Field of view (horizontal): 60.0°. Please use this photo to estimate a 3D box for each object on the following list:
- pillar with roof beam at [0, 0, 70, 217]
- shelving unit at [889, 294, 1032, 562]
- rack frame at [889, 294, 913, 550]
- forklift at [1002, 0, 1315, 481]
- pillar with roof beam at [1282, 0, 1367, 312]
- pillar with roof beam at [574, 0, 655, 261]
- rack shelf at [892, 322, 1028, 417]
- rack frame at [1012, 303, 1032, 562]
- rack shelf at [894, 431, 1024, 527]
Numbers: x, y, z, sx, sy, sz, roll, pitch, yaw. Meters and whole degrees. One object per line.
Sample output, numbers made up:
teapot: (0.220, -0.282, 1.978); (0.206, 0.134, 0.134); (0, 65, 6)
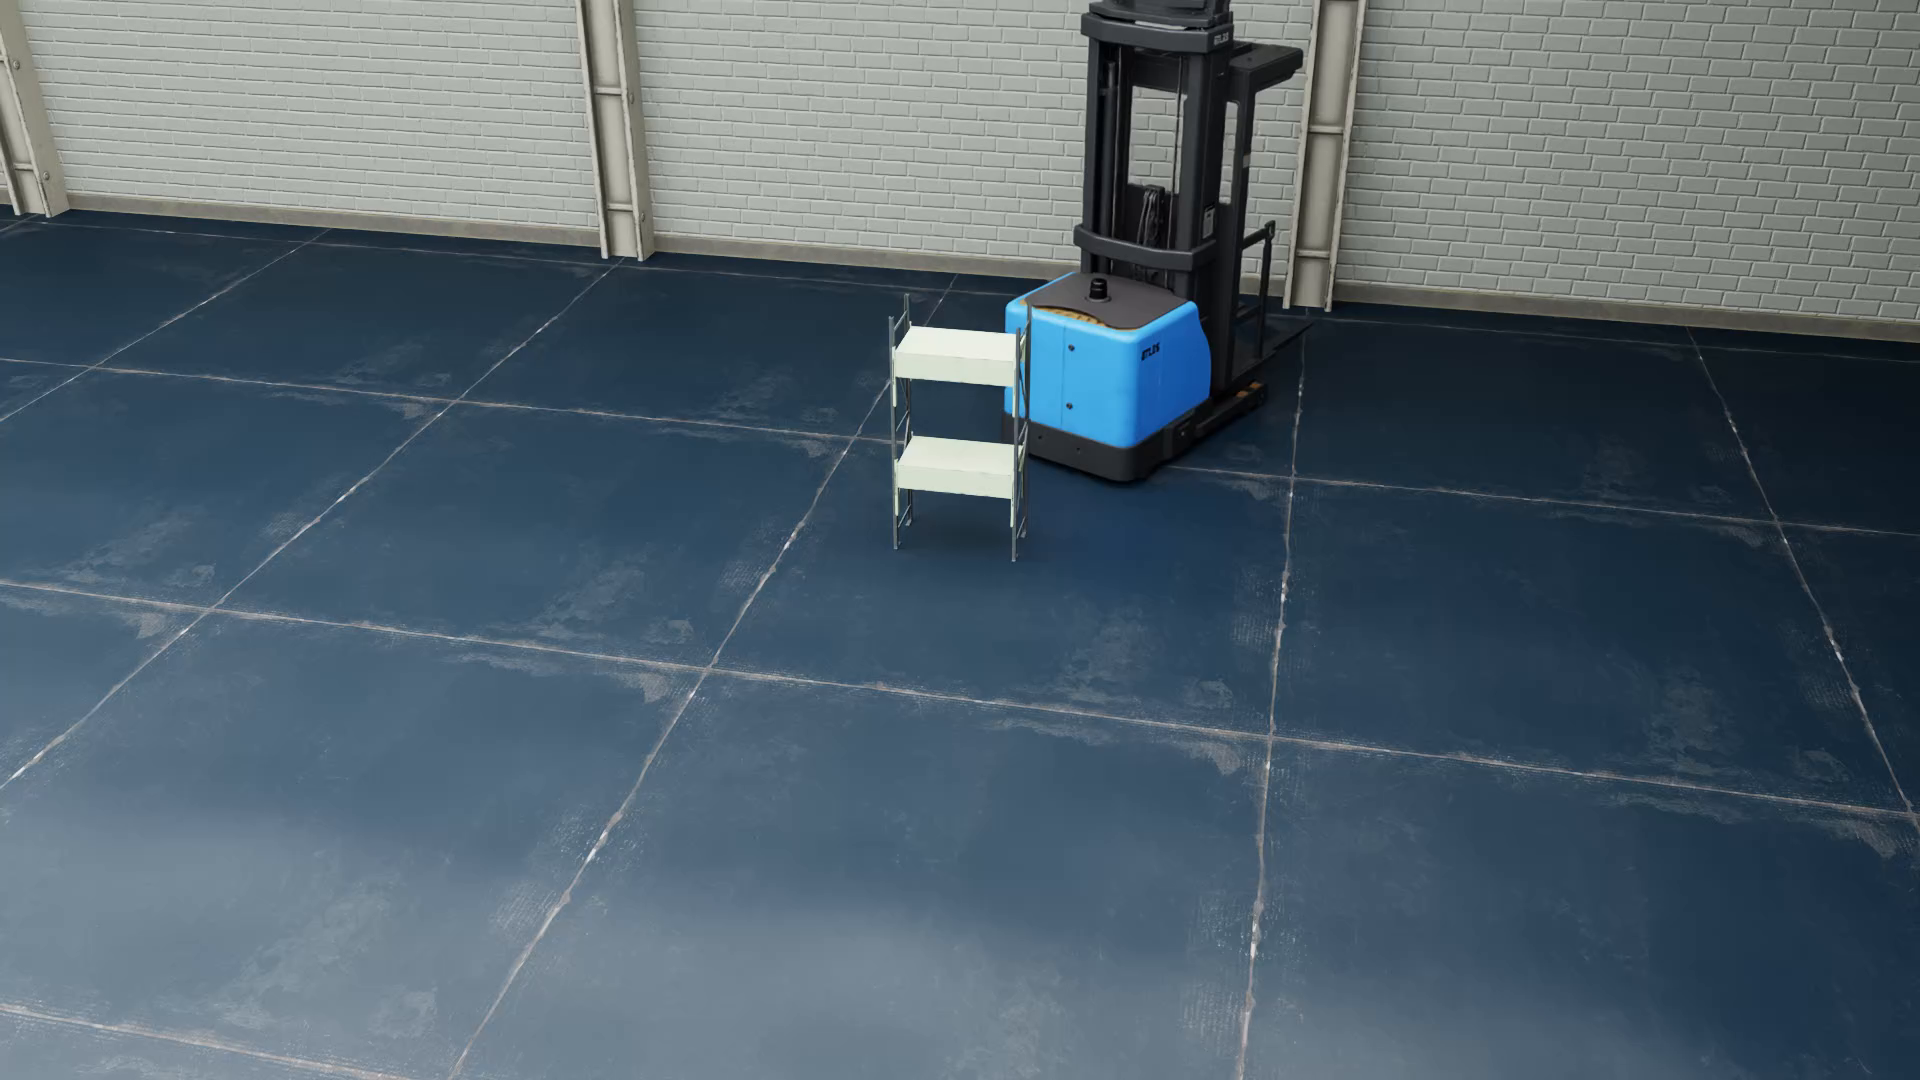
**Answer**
pillar with roof beam: (-9.741, -5.098, 10.191); (0.400, 9.000, 9.100); (6, 29, 11)
shelving unit: (0.007, -0.657, 9.889); (0.755, 1.500, 0.431); (6, 29, 11)
rack frame: (-0.351, -0.694, 9.956); (0.023, 1.500, 0.400); (6, 29, 11)
forklift: (1.574, -2.313, 11.422); (1.130, 2.935, 3.031); (20, 34, 32)
pillar with roof beam: (1.994, -3.895, 7.993); (0.400, 9.000, 9.100); (6, 29, 11)
pillar with roof beam: (-3.873, -4.496, 9.092); (0.400, 9.000, 9.100); (6, 29, 11)
rack shelf: (0.007, -1.000, 9.701); (0.720, 0.370, 0.431); (6, 29, 11)
rack frame: (0.364, -0.620, 9.822); (0.023, 1.500, 0.400); (6, 29, 11)
rack shelf: (0.007, -0.371, 10.045); (0.720, 0.370, 0.431); (6, 29, 11)
